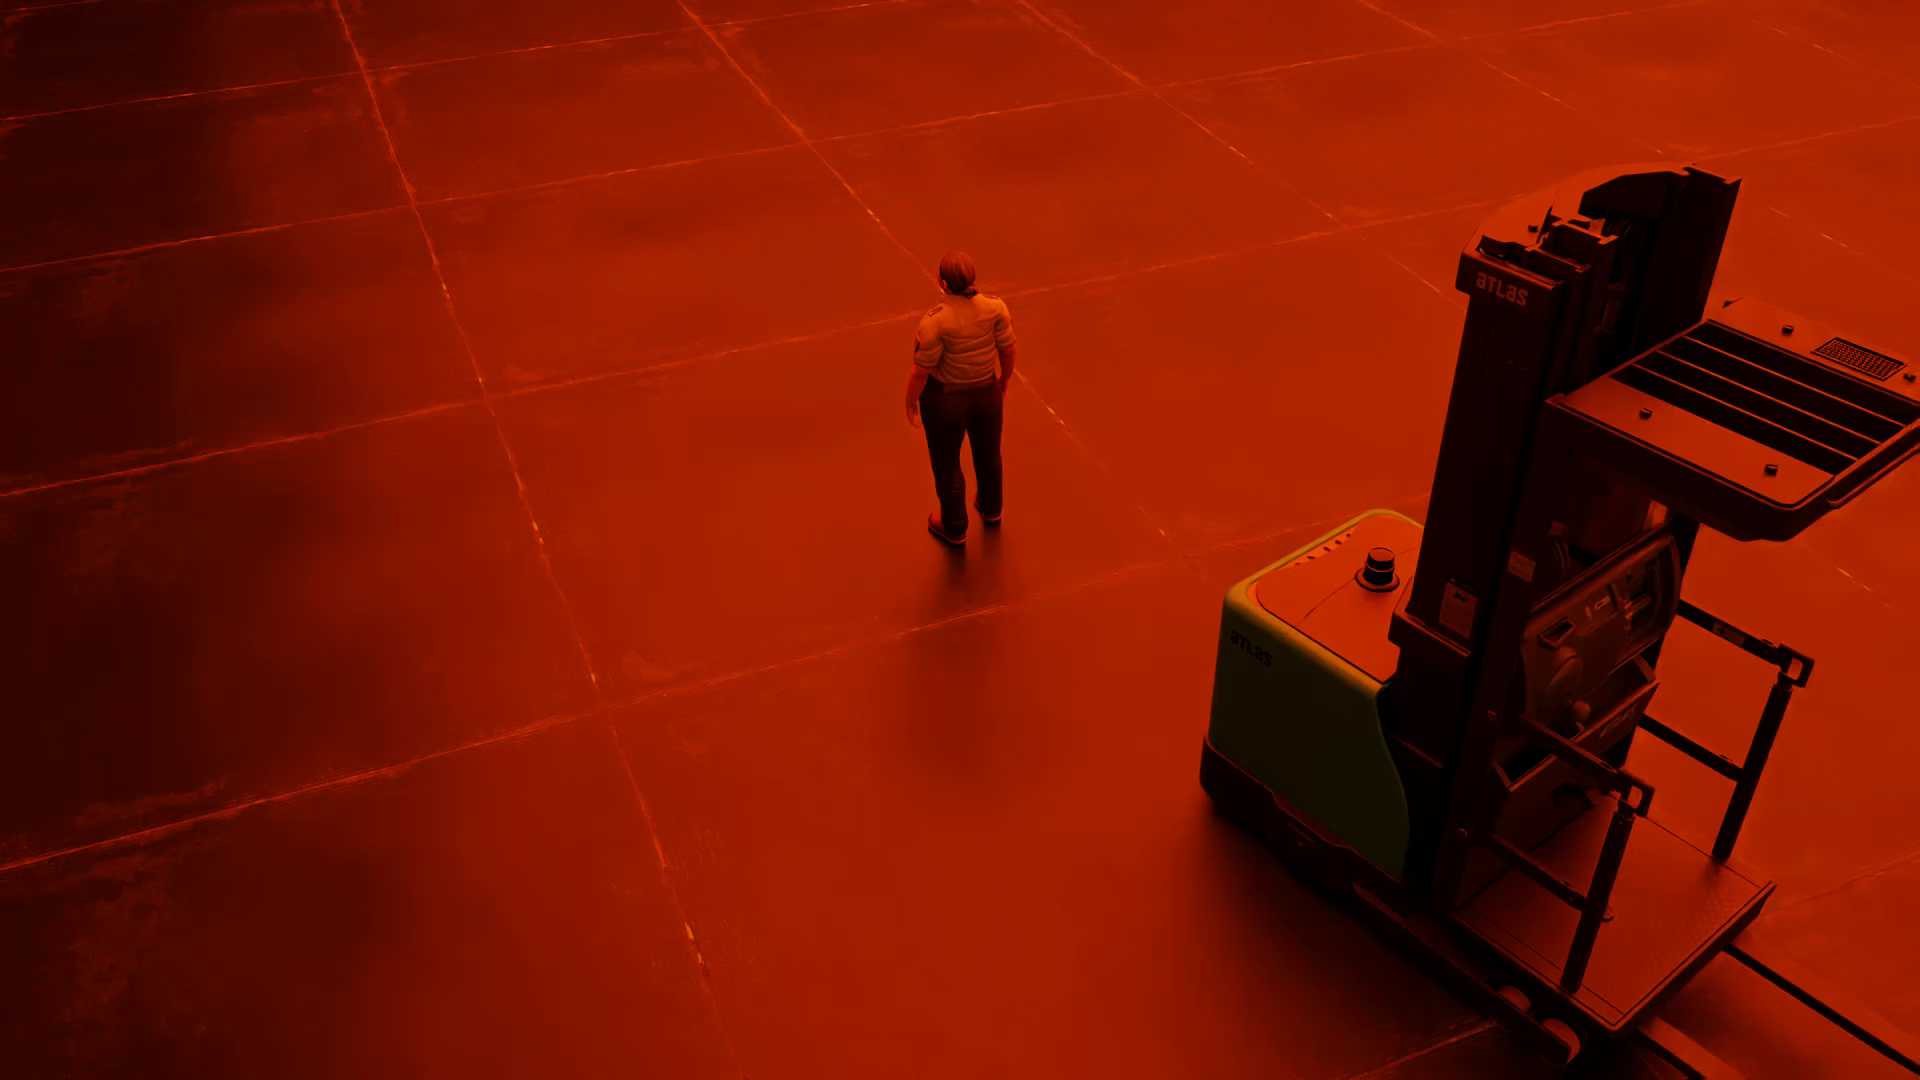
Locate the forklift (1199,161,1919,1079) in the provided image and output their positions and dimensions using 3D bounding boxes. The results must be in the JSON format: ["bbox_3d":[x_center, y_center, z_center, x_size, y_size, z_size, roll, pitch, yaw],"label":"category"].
[{"bbox_3d":[2.341,0.361,5.592,1.130,2.935,3.031,-26,43,-31],"label":"forklift"}]

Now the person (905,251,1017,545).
[{"bbox_3d":[-0.014,-0.731,8.220,0.598,1.651,0.503,-14,38,-19],"label":"person"}]
